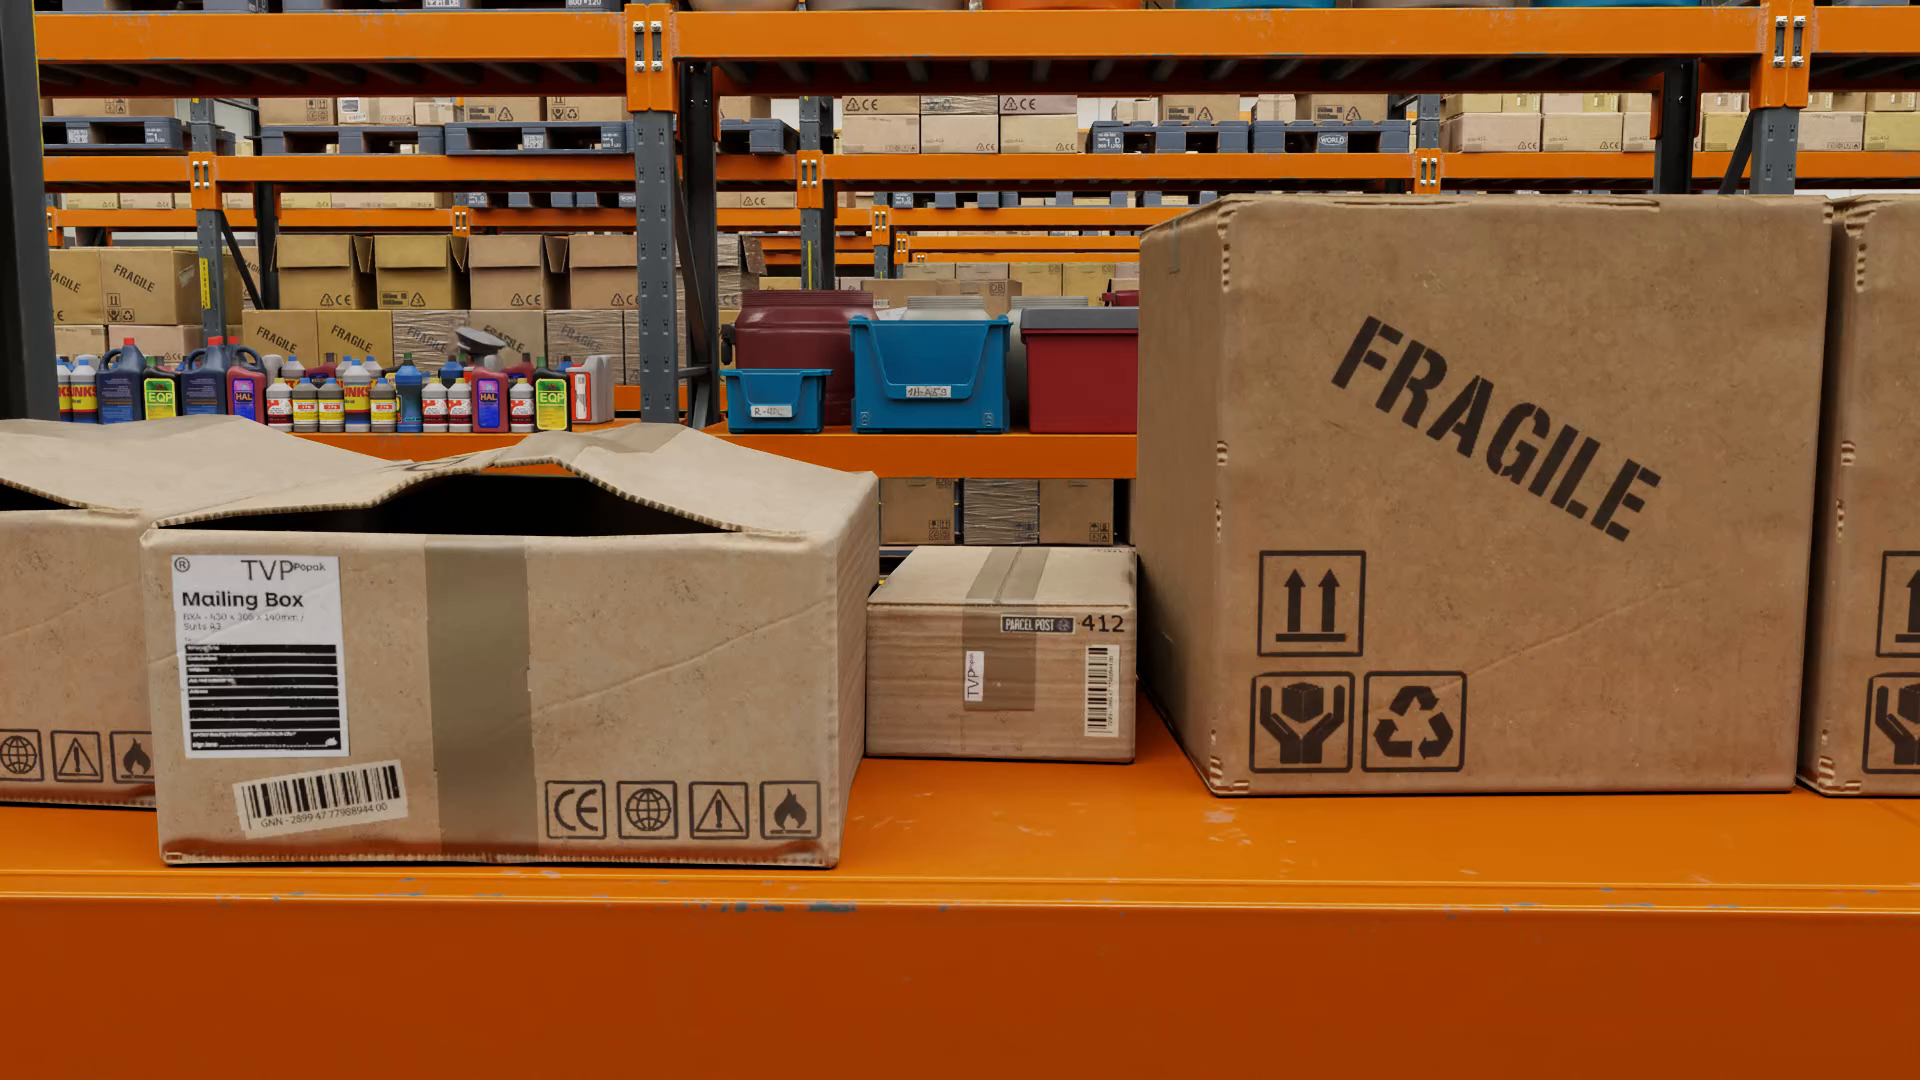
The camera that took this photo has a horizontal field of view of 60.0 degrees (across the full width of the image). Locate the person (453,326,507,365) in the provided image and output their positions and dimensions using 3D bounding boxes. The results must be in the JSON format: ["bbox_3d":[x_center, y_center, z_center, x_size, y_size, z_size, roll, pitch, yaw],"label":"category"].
[{"bbox_3d":[-2.559,-0.263,8.866,0.642,1.741,0.540,3,8,22],"label":"person"}]
